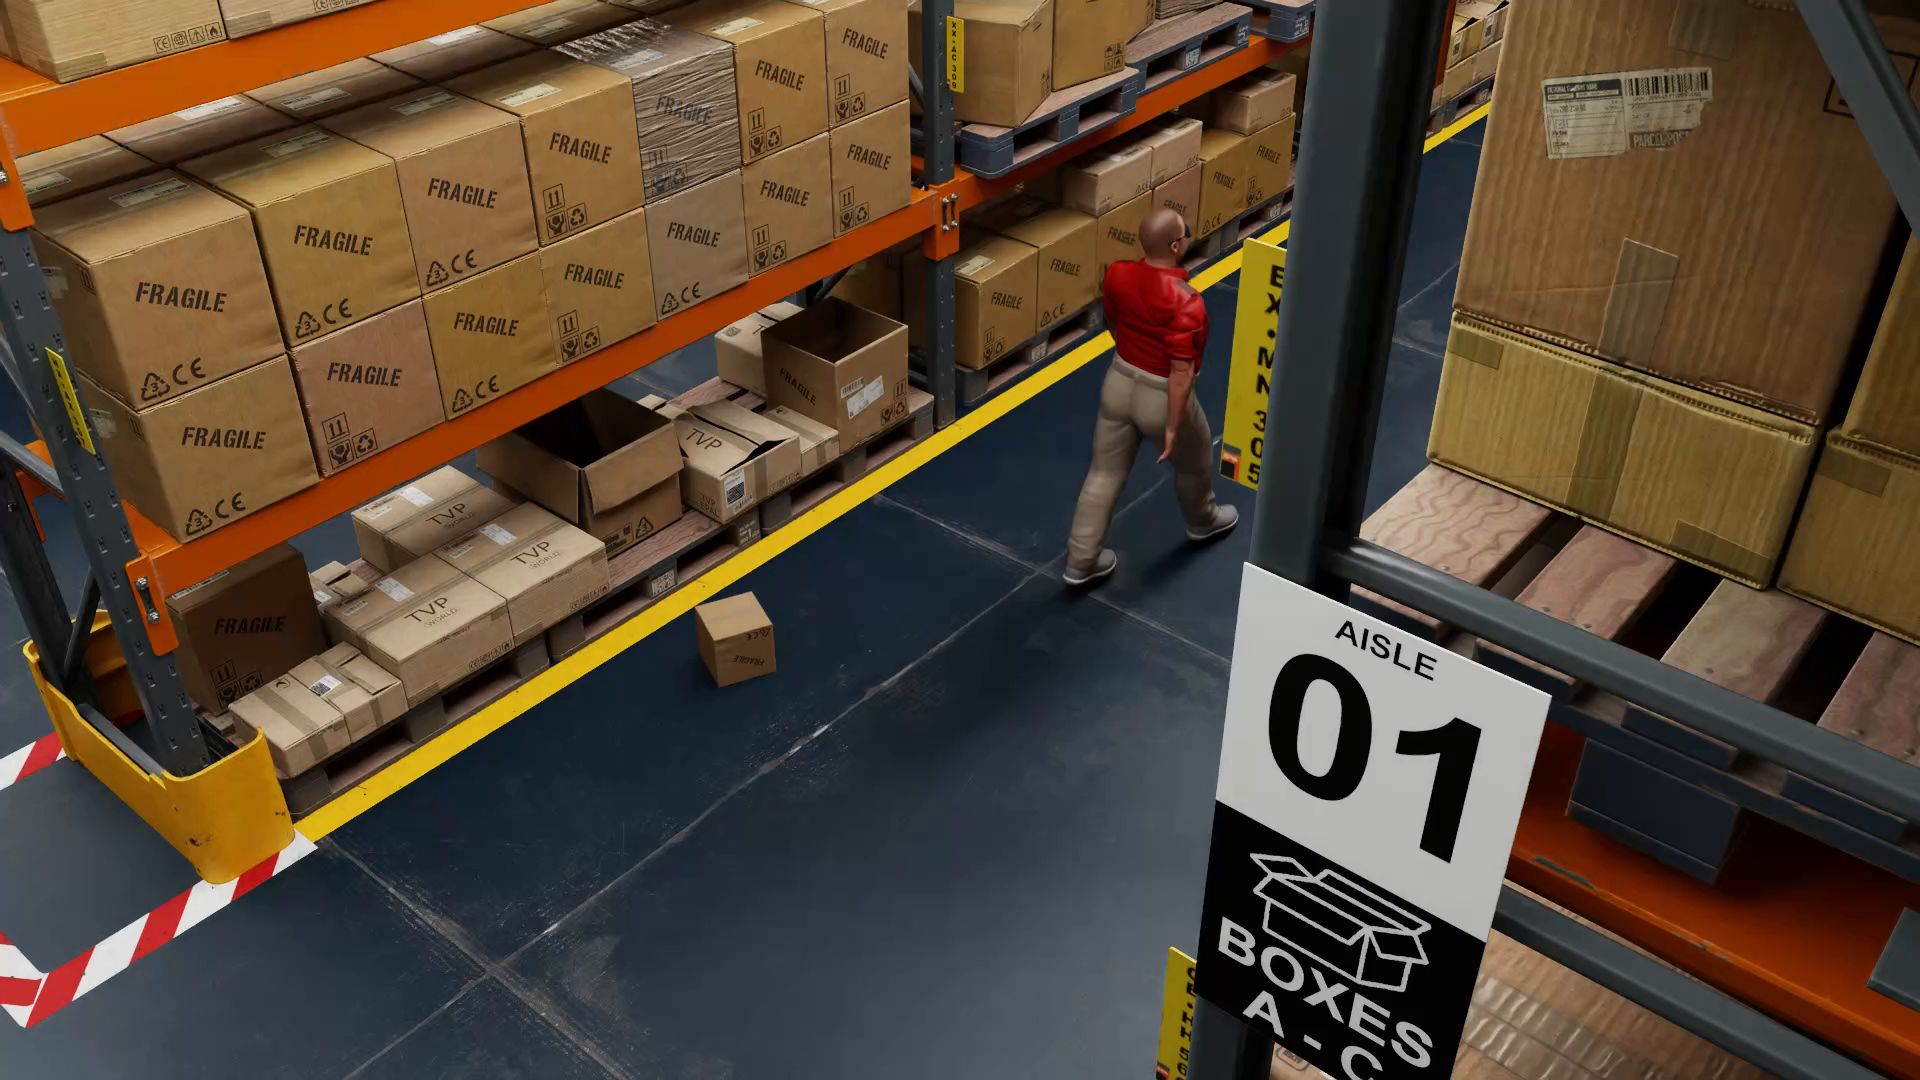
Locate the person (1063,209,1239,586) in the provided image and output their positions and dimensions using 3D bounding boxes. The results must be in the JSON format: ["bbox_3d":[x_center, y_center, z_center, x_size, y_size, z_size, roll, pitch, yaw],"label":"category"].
[{"bbox_3d":[0.845,-0.646,7.076,0.547,1.670,1.009,26,42,32],"label":"person"}]
